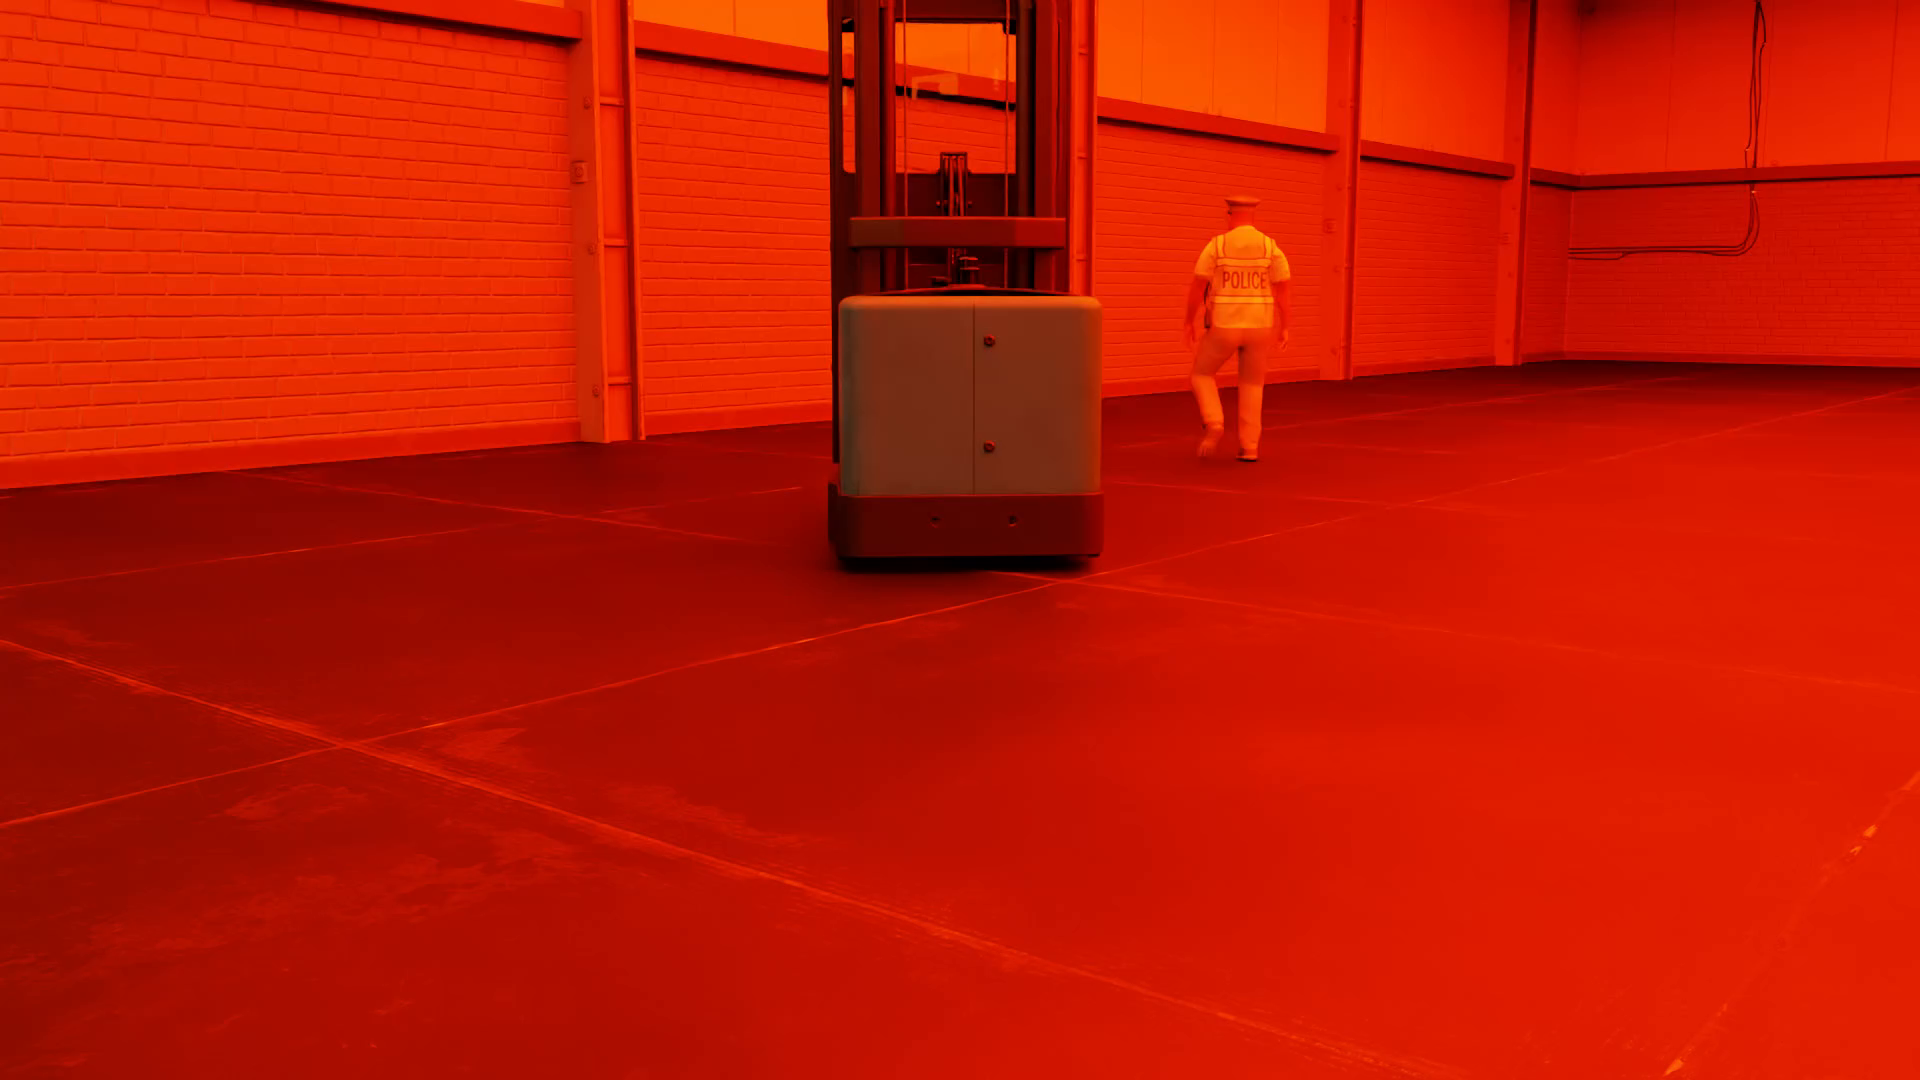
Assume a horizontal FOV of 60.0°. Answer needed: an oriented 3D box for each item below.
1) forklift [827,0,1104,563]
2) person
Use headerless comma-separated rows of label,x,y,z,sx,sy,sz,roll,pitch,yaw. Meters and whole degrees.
forklift,-0.065,-1.534,7.764,1.130,2.935,3.031,-1,8,-5
person,1.814,-1.397,10.977,0.682,1.734,0.485,-1,8,-5
